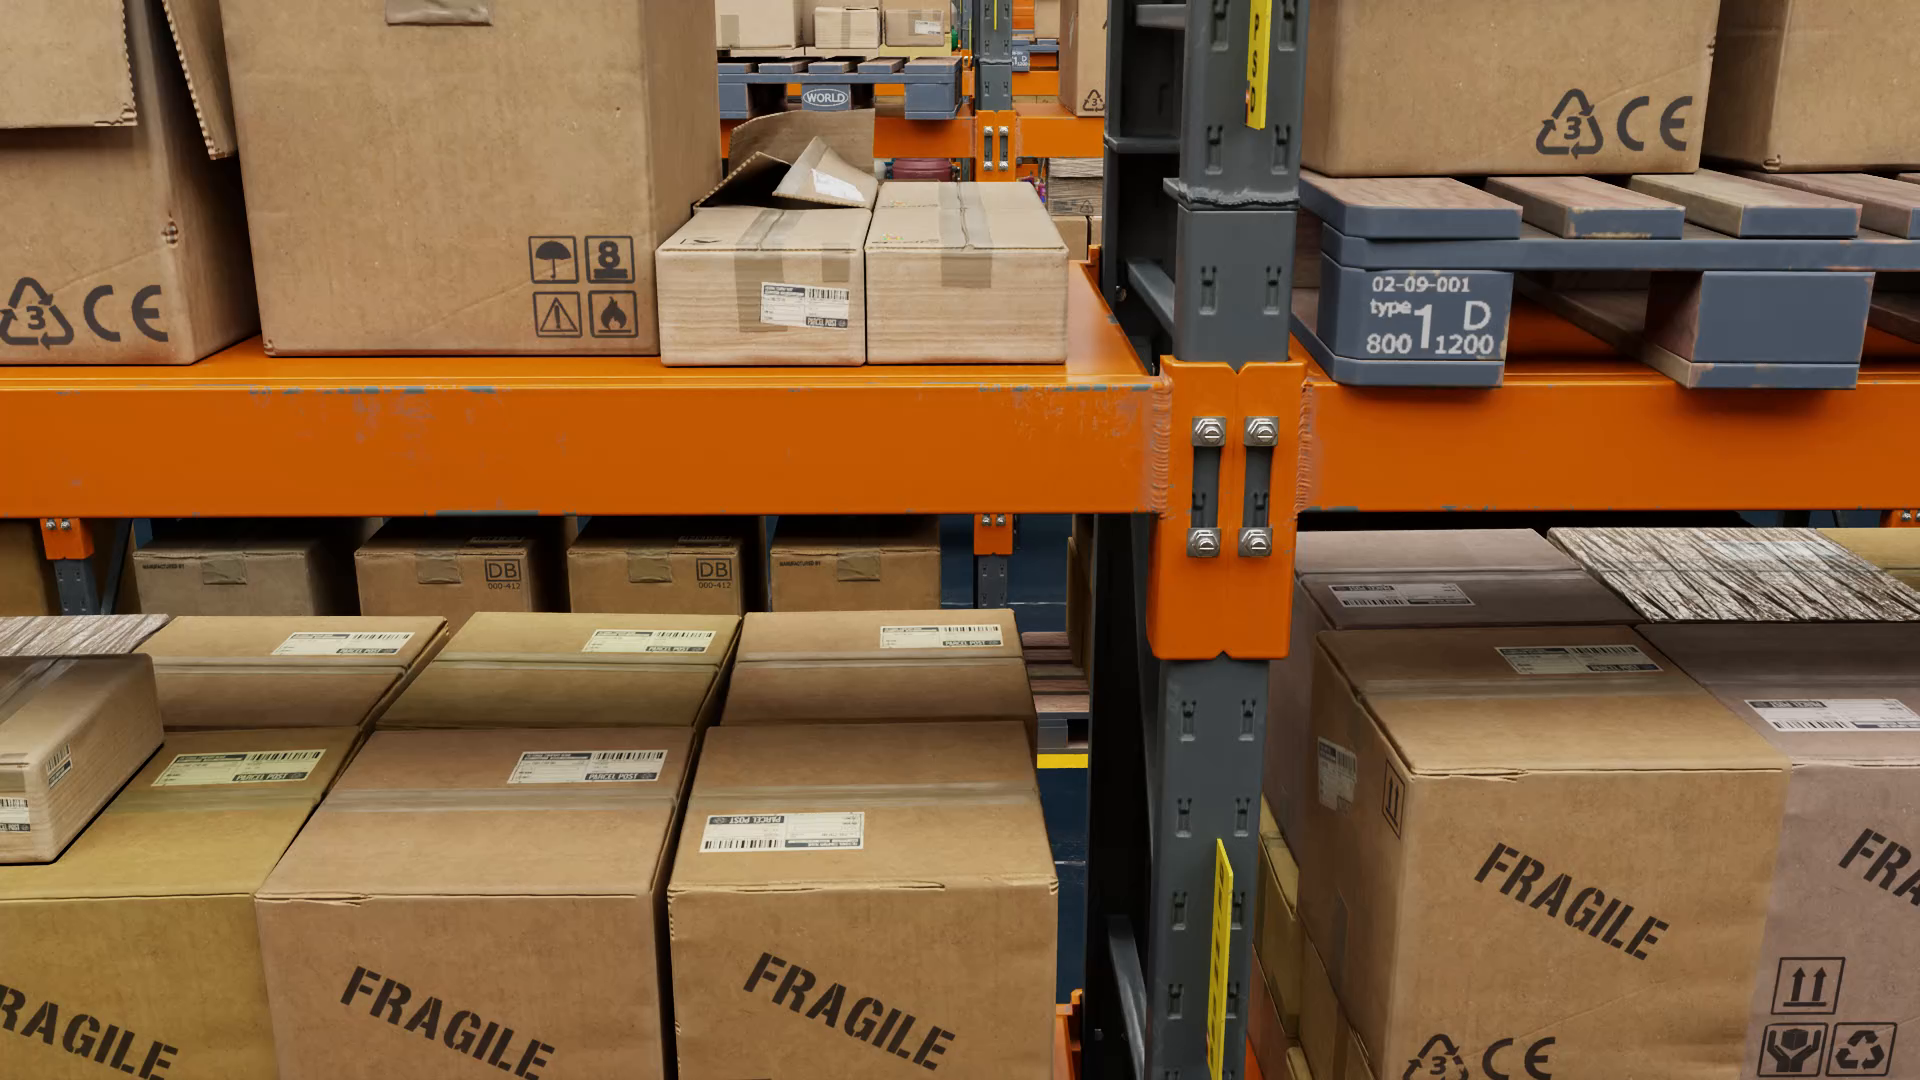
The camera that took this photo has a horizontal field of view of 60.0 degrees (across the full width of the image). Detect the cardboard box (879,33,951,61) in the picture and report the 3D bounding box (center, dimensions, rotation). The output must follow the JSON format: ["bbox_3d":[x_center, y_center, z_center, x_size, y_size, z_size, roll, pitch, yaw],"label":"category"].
[{"bbox_3d":[-0.312,-3.406,11.589,0.500,0.250,0.500,0,18,-1],"label":"cardboard box"}]

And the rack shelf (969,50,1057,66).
[{"bbox_3d":[2.081,-4.734,16.662,4.000,0.370,1.077,0,18,-1],"label":"rack shelf"}]

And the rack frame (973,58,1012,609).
[{"bbox_3d":[0.137,-0.611,7.541,0.127,3.000,1.000,0,18,-1],"label":"rack frame"}]

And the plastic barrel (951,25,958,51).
[{"bbox_3d":[-0.165,-4.976,16.494,0.294,0.245,0.294,0,18,0],"label":"plastic barrel"}]

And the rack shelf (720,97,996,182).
[{"bbox_3d":[-1.863,-1.687,7.163,4.000,0.370,1.077,0,18,-1],"label":"rack shelf"}]

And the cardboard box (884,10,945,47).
[{"bbox_3d":[-0.200,-2.214,7.189,0.250,0.149,0.380,-1,18,-3],"label":"cardboard box"}]

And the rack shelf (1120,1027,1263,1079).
[{"bbox_3d":[2.316,1.233,2.970,4.000,0.370,1.077,0,18,-1],"label":"rack shelf"}]

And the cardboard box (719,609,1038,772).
[{"bbox_3d":[-0.138,0.443,2.918,0.500,0.500,0.500,-1,18,-2],"label":"cardboard box"}]

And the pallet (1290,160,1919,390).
[{"bbox_3d":[0.959,-0.457,2.461,1.003,0.211,1.213,1,18,2],"label":"pallet"}]

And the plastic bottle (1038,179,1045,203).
[{"bbox_3d":[0.849,-3.474,16.659,0.133,0.283,0.061,0,18,-1],"label":"plastic bottle"}]

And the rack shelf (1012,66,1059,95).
[{"bbox_3d":[2.159,-3.222,11.947,4.000,0.370,1.077,0,18,-1],"label":"rack shelf"}]

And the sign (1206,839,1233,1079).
[{"bbox_3d":[0.334,0.553,2.148,0.005,0.325,0.100,0,18,-1],"label":"sign"}]

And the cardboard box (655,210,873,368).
[{"bbox_3d":[-0.244,-0.339,2.194,0.250,0.149,0.380,0,18,-1],"label":"cardboard box"}]

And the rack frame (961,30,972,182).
[{"bbox_3d":[0.081,-3.639,16.981,0.127,3.000,1.000,0,18,-1],"label":"rack frame"}]

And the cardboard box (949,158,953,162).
[{"bbox_3d":[-0.357,-5.121,21.746,0.500,0.311,0.500,1,18,3],"label":"cardboard box"}]

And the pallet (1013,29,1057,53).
[{"bbox_3d":[0.848,-4.951,16.470,1.213,0.211,1.003,0,18,-1],"label":"pallet"}]

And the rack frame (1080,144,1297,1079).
[{"bbox_3d":[0.316,0.901,2.830,0.127,3.000,1.000,0,18,-1],"label":"rack frame"}]

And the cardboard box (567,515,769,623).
[{"bbox_3d":[-1.348,0.241,7.881,0.750,0.750,1.050,0,18,0],"label":"cardboard box"}]

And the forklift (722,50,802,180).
[{"bbox_3d":[-1.451,-2.882,14.733,3.031,2.935,1.130,-1,18,-3],"label":"forklift"}]

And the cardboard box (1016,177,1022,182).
[{"bbox_3d":[0.662,-5.805,26.563,0.750,0.750,0.750,-1,18,-2],"label":"cardboard box"}]

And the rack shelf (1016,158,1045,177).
[{"bbox_3d":[2.007,-4.819,21.837,4.000,0.370,1.077,0,18,-1],"label":"rack shelf"}]

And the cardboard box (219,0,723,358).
[{"bbox_3d":[-0.632,-0.574,2.352,0.500,0.500,0.700,0,18,-1],"label":"cardboard box"}]

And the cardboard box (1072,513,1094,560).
[{"bbox_3d":[0.817,-0.061,8.004,0.500,0.250,0.500,-1,18,-2],"label":"cardboard box"}]

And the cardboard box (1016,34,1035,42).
[{"bbox_3d":[0.953,-6.643,21.269,0.500,0.500,0.910,0,18,-1],"label":"cardboard box"}]

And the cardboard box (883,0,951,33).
[{"bbox_3d":[-0.314,-3.761,11.470,0.500,0.500,0.500,0,18,1],"label":"cardboard box"}]

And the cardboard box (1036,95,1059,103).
[{"bbox_3d":[1.435,-6.789,26.118,0.500,0.500,0.500,0,18,-1],"label":"cardboard box"}]

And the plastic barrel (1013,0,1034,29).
[{"bbox_3d":[0.649,-5.474,16.398,0.708,0.830,0.600,0,18,-1],"label":"plastic barrel"}]

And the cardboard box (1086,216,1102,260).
[{"bbox_3d":[1.166,-2.096,12.008,0.500,0.500,0.500,-1,18,-2],"label":"cardboard box"}]

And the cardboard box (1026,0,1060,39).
[{"bbox_3d":[0.768,-3.829,11.805,0.637,0.503,0.797,1,18,2],"label":"cardboard box"}]

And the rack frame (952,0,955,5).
[{"bbox_3d":[-0.075,-9.521,25.497,0.127,3.000,1.000,0,18,-1],"label":"rack frame"}]

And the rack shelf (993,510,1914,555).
[{"bbox_3d":[2.137,-0.278,7.681,4.000,0.370,1.077,0,18,-1],"label":"rack shelf"}]

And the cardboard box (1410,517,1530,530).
[{"bbox_3d":[2.353,0.089,7.536,0.500,0.250,0.500,-1,18,-3],"label":"cardboard box"}]

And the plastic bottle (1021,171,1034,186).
[{"bbox_3d":[0.710,-3.717,17.414,0.133,0.283,0.061,0,18,-1],"label":"plastic bottle"}]

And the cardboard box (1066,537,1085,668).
[{"bbox_3d":[0.791,0.296,8.118,0.500,0.500,0.500,0,18,-1],"label":"cardboard box"}]

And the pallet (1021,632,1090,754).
[{"bbox_3d":[0.918,0.714,7.977,1.213,0.211,1.003,0,18,-1],"label":"pallet"}]

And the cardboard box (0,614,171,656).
[{"bbox_3d":[-1.690,0.452,2.889,0.500,0.500,0.500,-1,18,-3],"label":"cardboard box"}]

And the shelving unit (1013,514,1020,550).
[{"bbox_3d":[-0.007,-0.714,10.318,0.755,1.500,0.431,0,18,-1],"label":"shelving unit"}]

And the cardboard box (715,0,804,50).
[{"bbox_3d":[-0.904,-2.148,6.716,0.500,0.311,0.500,0,18,-1],"label":"cardboard box"}]

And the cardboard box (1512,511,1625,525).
[{"bbox_3d":[2.861,-0.071,8.034,0.500,0.250,0.500,0,18,1],"label":"cardboard box"}]

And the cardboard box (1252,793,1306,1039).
[{"bbox_3d":[0.796,0.654,3.025,0.500,0.250,0.500,0,18,-1],"label":"cardboard box"}]

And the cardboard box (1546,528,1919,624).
[{"bbox_3d":[1.342,0.289,2.934,0.500,0.500,0.500,0,18,0],"label":"cardboard box"}]

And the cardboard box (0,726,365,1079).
[{"bbox_3d":[-1.156,0.607,2.406,0.500,0.500,0.500,-1,18,-5],"label":"cardboard box"}]

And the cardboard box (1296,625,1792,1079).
[{"bbox_3d":[0.813,0.449,2.436,0.500,0.500,0.500,-1,18,-3],"label":"cardboard box"}]

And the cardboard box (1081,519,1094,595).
[{"bbox_3d":[0.830,0.093,7.524,0.500,0.250,0.500,-1,18,-3],"label":"cardboard box"}]
